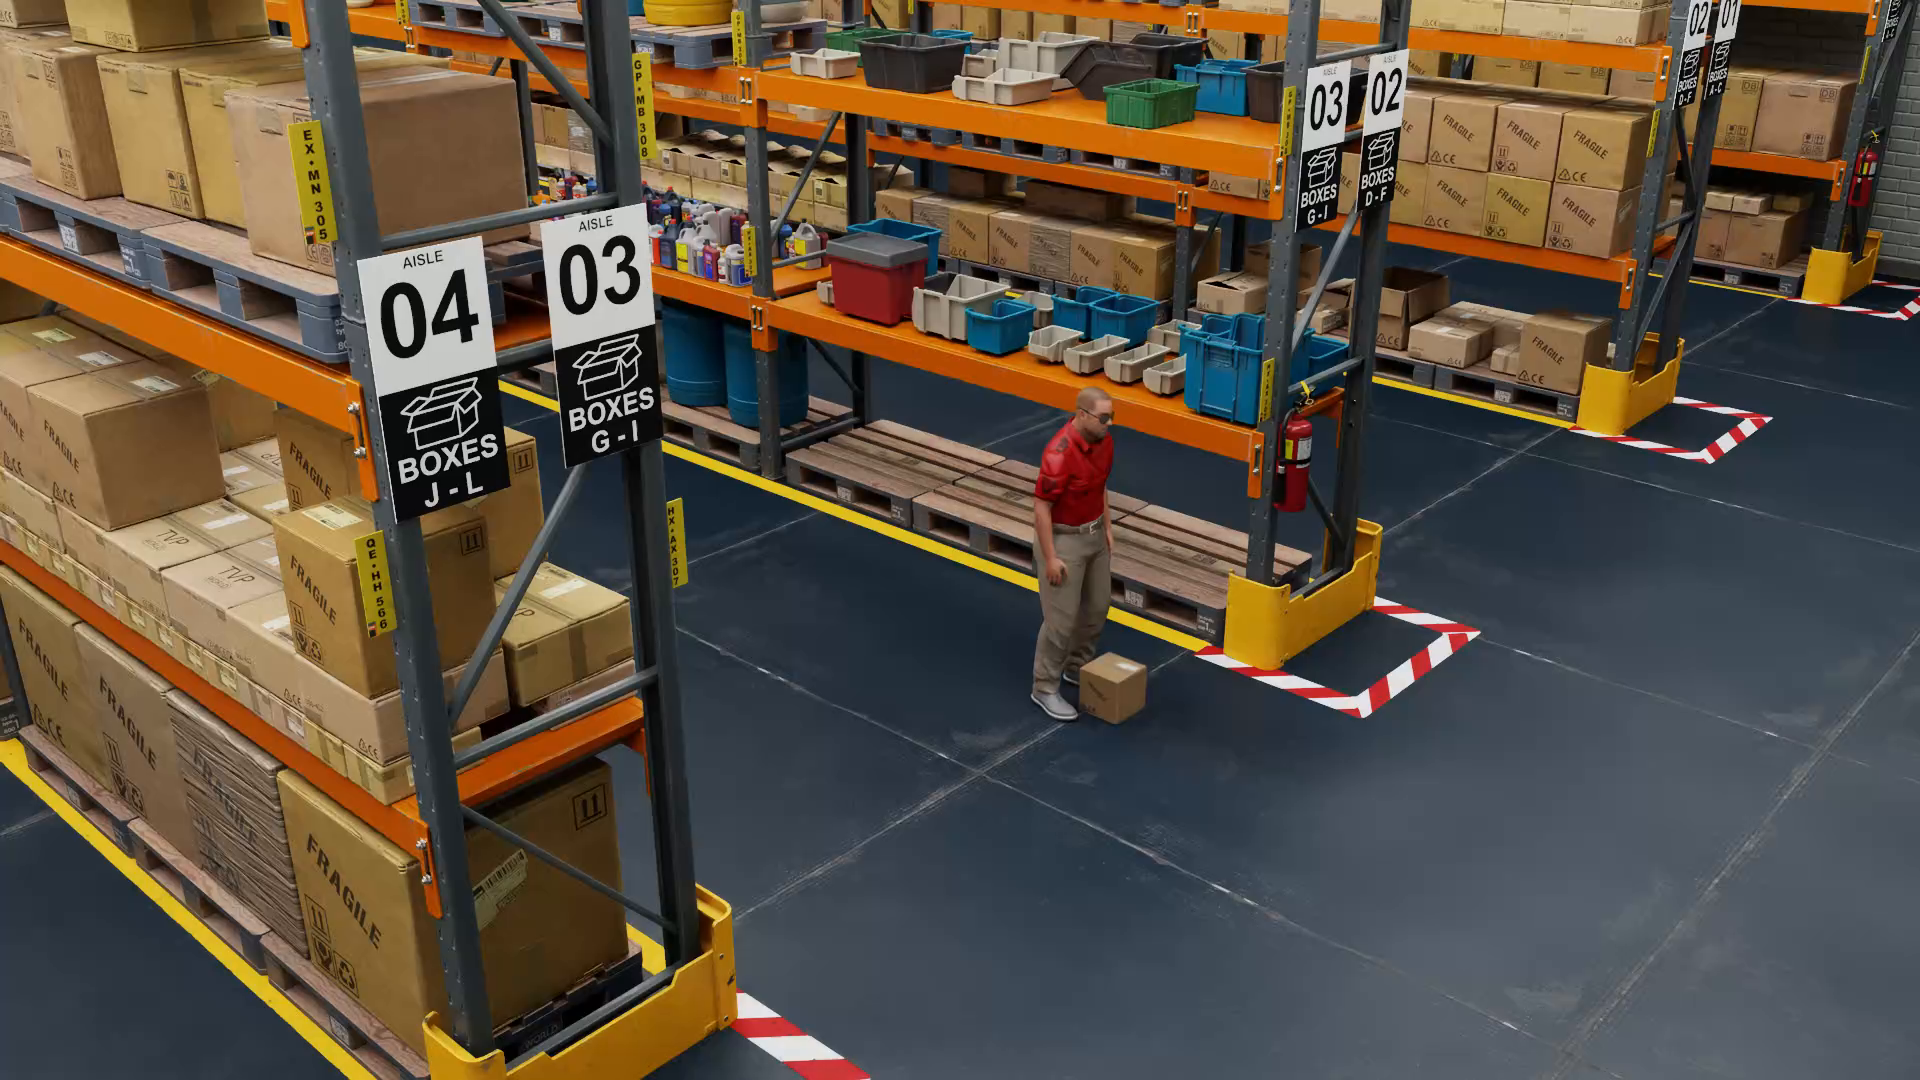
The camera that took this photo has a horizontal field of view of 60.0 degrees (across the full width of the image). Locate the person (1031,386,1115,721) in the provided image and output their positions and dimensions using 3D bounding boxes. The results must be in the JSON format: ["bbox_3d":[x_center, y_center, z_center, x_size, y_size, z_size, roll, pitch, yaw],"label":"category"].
[{"bbox_3d":[0.601,0.030,8.549,0.391,1.726,0.582,19,30,36],"label":"person"}]
